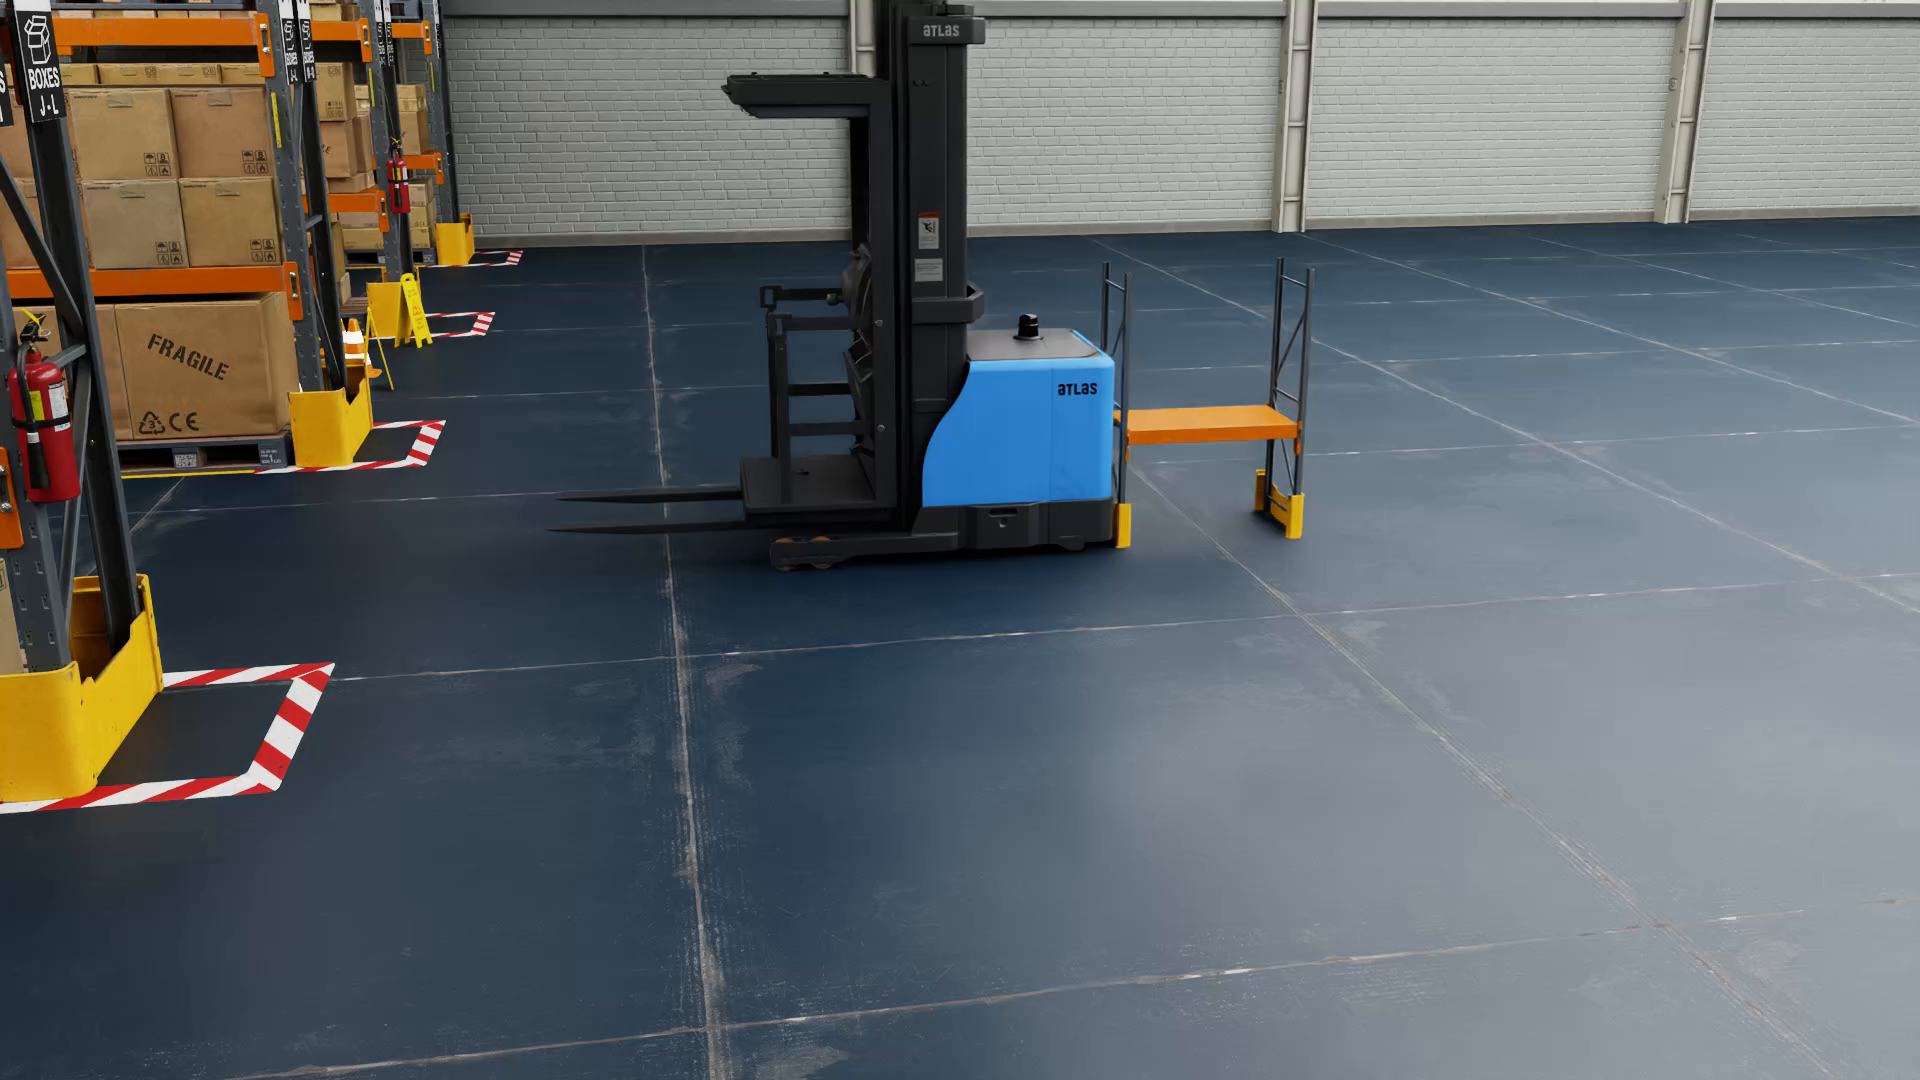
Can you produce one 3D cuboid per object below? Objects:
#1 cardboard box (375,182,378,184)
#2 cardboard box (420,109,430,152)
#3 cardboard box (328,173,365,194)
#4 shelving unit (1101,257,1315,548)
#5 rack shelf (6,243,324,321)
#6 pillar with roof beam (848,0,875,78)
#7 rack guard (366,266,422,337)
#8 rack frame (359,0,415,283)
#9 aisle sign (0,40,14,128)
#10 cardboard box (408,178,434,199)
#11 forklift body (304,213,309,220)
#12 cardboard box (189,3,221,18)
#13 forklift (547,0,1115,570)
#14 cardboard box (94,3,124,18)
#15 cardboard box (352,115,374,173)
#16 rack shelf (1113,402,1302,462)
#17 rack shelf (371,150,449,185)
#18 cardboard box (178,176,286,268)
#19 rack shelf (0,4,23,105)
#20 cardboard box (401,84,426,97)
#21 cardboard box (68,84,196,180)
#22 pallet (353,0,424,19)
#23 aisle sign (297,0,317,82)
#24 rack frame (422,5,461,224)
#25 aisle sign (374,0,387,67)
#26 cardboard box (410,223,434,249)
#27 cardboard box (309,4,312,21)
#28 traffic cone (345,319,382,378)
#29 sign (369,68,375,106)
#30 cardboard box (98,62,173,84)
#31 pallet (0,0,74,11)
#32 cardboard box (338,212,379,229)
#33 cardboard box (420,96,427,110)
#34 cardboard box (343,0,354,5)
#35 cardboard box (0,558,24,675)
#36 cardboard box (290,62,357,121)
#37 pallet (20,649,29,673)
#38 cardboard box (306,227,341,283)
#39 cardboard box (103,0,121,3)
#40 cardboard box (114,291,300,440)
[{"bbox_3d":[-7.176,-4.146,19.966,0.500,0.250,0.500,-3,17,-9],"label":"cardboard box"},{"bbox_3d":[-6.822,-5.027,20.401,0.500,0.500,0.500,-3,17,-9],"label":"cardboard box"},{"bbox_3d":[-5.664,-3.294,15.355,0.250,0.149,0.380,-3,17,-9],"label":"cardboard box"},{"bbox_3d":[1.342,-0.784,9.309,1.083,1.500,0.587,-3,17,-10],"label":"shelving unit"},{"bbox_3d":[-6.263,-1.620,10.702,4.000,0.370,1.077,-3,17,-10],"label":"rack shelf"},{"bbox_3d":[-0.430,-7.109,17.131,0.400,9.000,9.100,-3,17,-10],"label":"pillar with roof beam"},{"bbox_3d":[-5.412,-2.297,15.940,0.348,0.500,1.175,-3,17,-10],"label":"rack guard"},{"bbox_3d":[-5.337,-3.497,15.587,0.127,3.000,1.000,-3,17,-10],"label":"rack frame"},{"bbox_3d":[-3.340,-1.799,5.634,0.004,0.787,0.394,-3,17,-10],"label":"aisle sign"},{"bbox_3d":[-6.790,-4.319,20.531,0.500,0.250,0.500,-4,17,-11],"label":"cardboard box"},{"bbox_3d":[-7.798,-3.890,18.313,1.214,2.155,2.313,-3,17,-10],"label":"forklift body"},{"bbox_3d":[-6.637,-4.659,14.691,0.250,0.149,0.380,-3,17,-11],"label":"cardboard box"},{"bbox_3d":[-0.726,-1.408,8.905,3.031,2.935,1.130,-3,17,-9],"label":"forklift"},{"bbox_3d":[-7.395,-4.620,14.564,0.250,0.149,0.380,-3,17,-10],"label":"cardboard box"},{"bbox_3d":[-5.855,-3.740,15.703,0.500,0.500,0.500,-4,17,-11],"label":"cardboard box"},{"bbox_3d":[1.351,-0.612,9.364,1.000,0.185,0.538,-3,17,-10],"label":"rack shelf"},{"bbox_3d":[-8.246,-4.472,19.988,4.000,0.370,1.077,-3,17,-10],"label":"rack shelf"},{"bbox_3d":[-4.655,-2.113,10.827,0.550,0.550,0.875,-3,17,-10],"label":"cardboard box"},{"bbox_3d":[-5.421,-1.618,5.588,4.000,0.370,1.077,-3,17,-10],"label":"rack shelf"},{"bbox_3d":[-6.653,-5.470,20.231,0.250,0.149,0.380,-4,17,-12],"label":"cardboard box"},{"bbox_3d":[-5.193,-2.596,10.561,0.550,0.550,0.875,-3,17,-10],"label":"cardboard box"},{"bbox_3d":[-6.982,-6.287,19.714,1.213,0.211,1.003,-3,17,-10],"label":"pallet"},{"bbox_3d":[-4.286,-3.408,10.872,0.004,0.787,0.394,-3,17,-10],"label":"aisle sign"},{"bbox_3d":[-6.283,-4.927,20.245,0.127,3.000,1.000,-3,17,-10],"label":"rack frame"},{"bbox_3d":[-5.222,-4.659,14.944,0.004,0.787,0.394,-3,17,-10],"label":"aisle sign"},{"bbox_3d":[-6.684,-3.696,20.205,0.500,0.250,0.500,-3,17,-10],"label":"cardboard box"},{"bbox_3d":[-5.873,-4.687,14.780,0.250,0.149,0.380,-3,17,-10],"label":"cardboard box"},{"bbox_3d":[-4.970,-1.587,13.690,0.334,0.463,0.336,-3,17,-10],"label":"traffic cone"},{"bbox_3d":[-5.252,-4.040,14.846,0.005,0.325,0.100,-3,17,-10],"label":"sign"},{"bbox_3d":[-7.293,-4.001,14.850,0.500,0.500,0.700,-3,17,-11],"label":"cardboard box"},{"bbox_3d":[-6.226,-3.353,10.163,1.213,0.211,1.003,-3,17,-10],"label":"pallet"},{"bbox_3d":[-7.196,-3.910,20.051,0.500,0.250,0.500,-3,17,-11],"label":"cardboard box"},{"bbox_3d":[-6.665,-5.341,20.317,0.250,0.149,0.380,-4,17,-12],"label":"cardboard box"},{"bbox_3d":[-5.882,-5.050,15.284,0.500,0.250,0.500,-4,17,-11],"label":"cardboard box"},{"bbox_3d":[-4.074,0.384,6.493,0.500,0.500,0.500,0,17,0],"label":"cardboard box"},{"bbox_3d":[-5.798,-4.073,15.084,0.500,0.500,0.700,-4,17,-12],"label":"cardboard box"},{"bbox_3d":[-4.336,0.733,6.567,1.213,0.211,1.003,-3,17,-10],"label":"pallet"},{"bbox_3d":[-6.075,-2.622,15.429,0.500,0.500,0.500,-3,17,-10],"label":"cardboard box"},{"bbox_3d":[-7.287,-4.808,14.497,0.500,0.250,0.500,-3,17,-10],"label":"cardboard box"},{"bbox_3d":[-4.952,-1.203,11.025,0.875,0.875,0.875,-3,17,-10],"label":"cardboard box"}]
